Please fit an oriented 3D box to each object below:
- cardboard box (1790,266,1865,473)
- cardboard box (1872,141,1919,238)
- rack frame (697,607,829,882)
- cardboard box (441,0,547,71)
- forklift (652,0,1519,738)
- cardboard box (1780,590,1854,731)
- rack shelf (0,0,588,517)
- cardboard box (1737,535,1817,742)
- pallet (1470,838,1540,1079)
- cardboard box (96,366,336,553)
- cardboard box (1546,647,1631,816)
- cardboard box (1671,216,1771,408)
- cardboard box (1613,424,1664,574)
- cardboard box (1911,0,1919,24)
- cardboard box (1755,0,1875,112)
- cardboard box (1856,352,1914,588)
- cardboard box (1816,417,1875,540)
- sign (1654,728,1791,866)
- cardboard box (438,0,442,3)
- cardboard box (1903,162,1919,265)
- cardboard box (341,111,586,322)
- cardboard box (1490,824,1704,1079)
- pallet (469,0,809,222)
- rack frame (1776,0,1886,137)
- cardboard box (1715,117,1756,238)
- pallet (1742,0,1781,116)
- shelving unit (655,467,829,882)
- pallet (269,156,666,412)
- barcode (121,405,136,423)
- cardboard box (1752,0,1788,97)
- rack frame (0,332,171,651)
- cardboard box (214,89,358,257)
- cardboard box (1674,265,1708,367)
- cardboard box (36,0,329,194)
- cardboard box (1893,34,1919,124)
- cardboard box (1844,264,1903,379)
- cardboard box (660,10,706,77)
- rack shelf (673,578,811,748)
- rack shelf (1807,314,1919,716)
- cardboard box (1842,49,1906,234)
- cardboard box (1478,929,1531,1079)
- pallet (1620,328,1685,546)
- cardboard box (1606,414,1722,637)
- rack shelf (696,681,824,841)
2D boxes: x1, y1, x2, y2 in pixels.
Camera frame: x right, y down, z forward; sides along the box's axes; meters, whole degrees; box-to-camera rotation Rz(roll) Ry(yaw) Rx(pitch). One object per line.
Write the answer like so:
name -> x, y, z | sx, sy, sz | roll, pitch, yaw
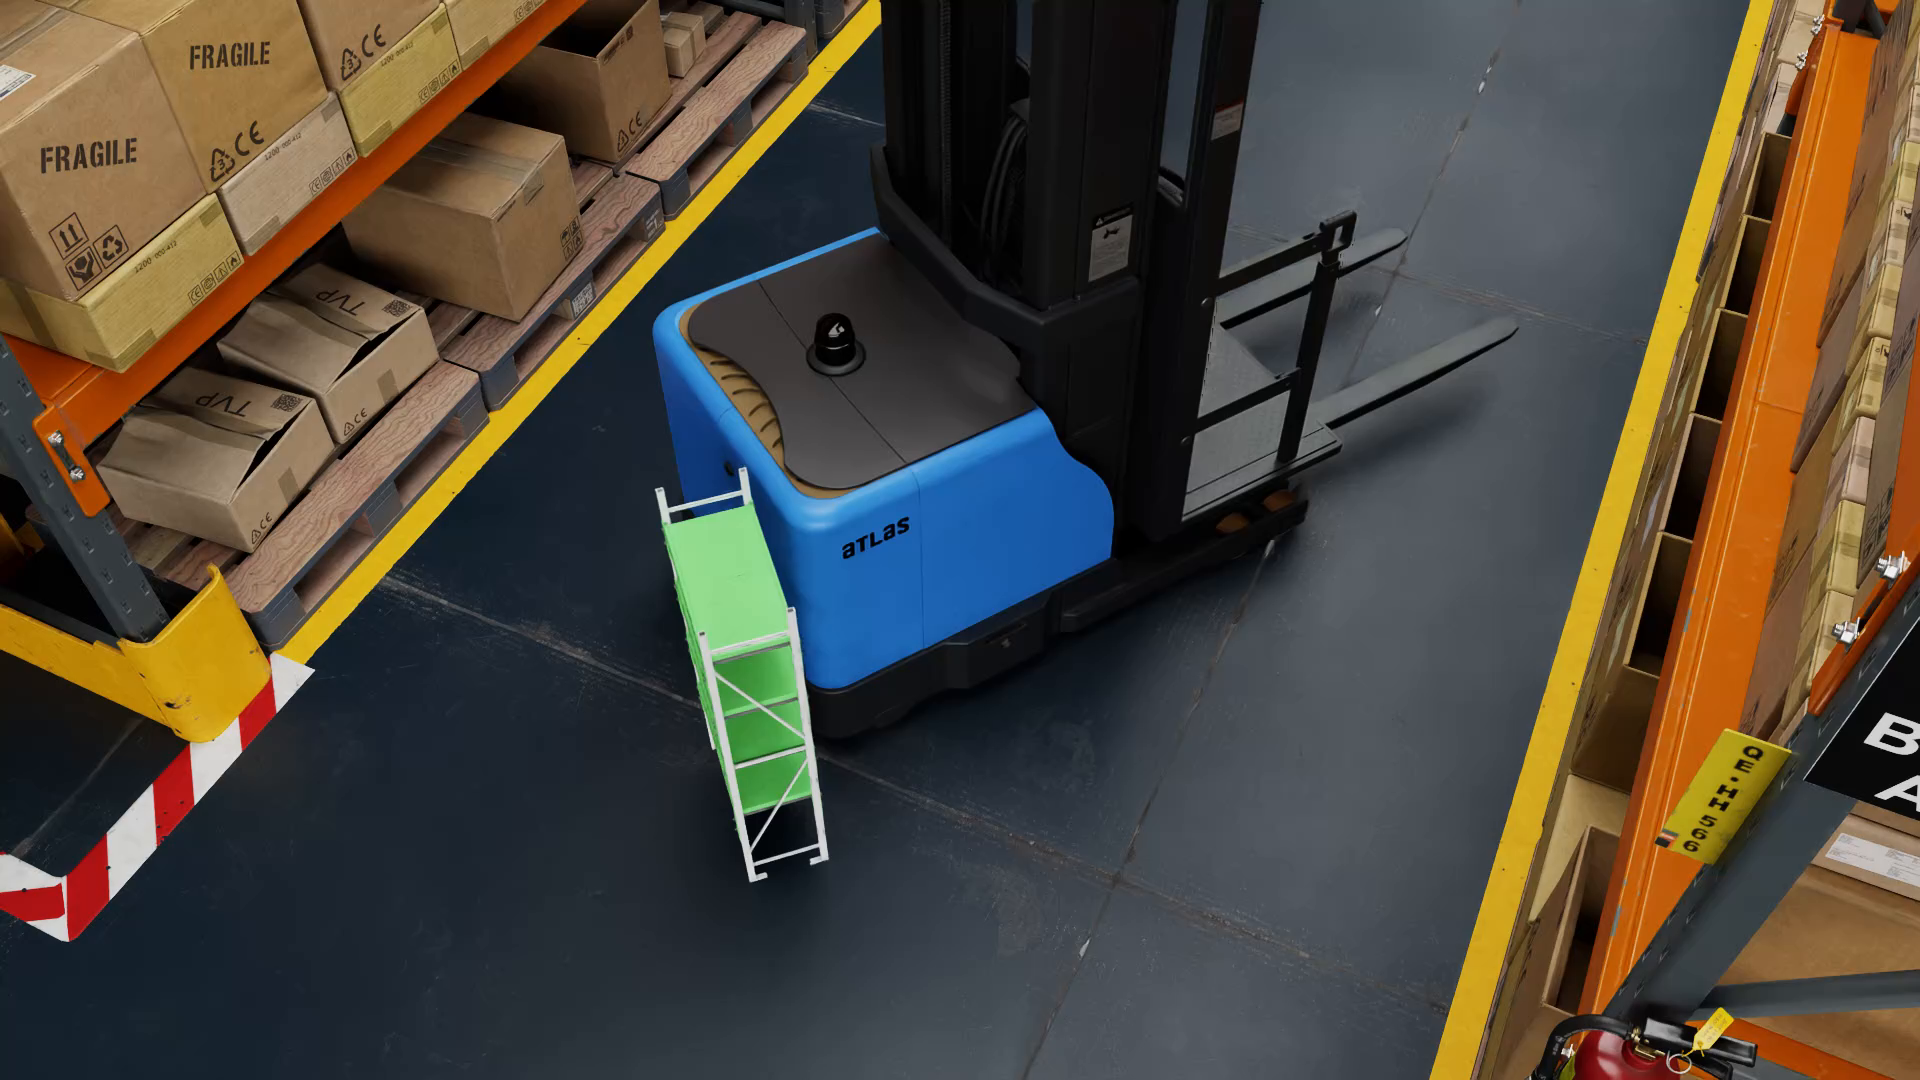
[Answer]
cardboard box -> 2.512, -0.382, 4.040 | 0.700, 0.500, 0.500 | 21, 53, 17
cardboard box -> 2.402, -0.773, 3.947 | 0.380, 0.149, 0.250 | 19, 52, 16
rack frame -> -0.510, 0.585, 4.463 | 0.240, 1.200, 0.015 | -15, 51, -12
cardboard box -> -1.693, -1.824, 5.418 | 0.500, 0.250, 0.500 | 20, 53, 16
forklift -> 0.598, -1.204, 4.850 | 3.031, 2.935, 1.130 | -25, 54, -20
cardboard box -> 1.743, 0.286, 3.046 | 0.380, 0.149, 0.250 | 21, 53, 17
rack shelf -> -1.984, -1.719, 5.716 | 1.077, 0.370, 4.000 | 20, 52, 16
cardboard box -> 2.073, 0.321, 3.441 | 0.700, 0.500, 0.500 | 21, 53, 17
pallet -> 1.931, 1.398, 4.422 | 1.003, 0.211, 1.213 | 20, 52, 16
cardboard box -> -2.462, -0.293, 5.507 | 0.500, 0.311, 0.500 | 14, 51, 12
cardboard box -> 2.018, 0.631, 4.773 | 0.500, 0.250, 0.500 | 20, 52, 16
cardboard box -> 2.663, -0.644, 5.366 | 0.500, 0.500, 0.500 | 20, 52, 16
cardboard box -> 2.442, -0.059, 5.361 | 0.500, 0.250, 0.500 | 20, 52, 16
cardboard box -> 2.845, -1.490, 4.556 | 0.380, 0.149, 0.250 | 19, 52, 15
cardboard box -> 3.481, -1.879, 6.541 | 0.500, 0.311, 0.500 | 21, 53, 17
cardboard box -> 2.095, -0.136, 2.979 | 0.700, 0.500, 0.500 | 19, 52, 15
cardboard box -> 1.962, -0.063, 3.342 | 0.380, 0.149, 0.250 | 20, 53, 17
sign -> 1.157, 0.396, 2.528 | 0.100, 0.325, 0.005 | 20, 52, 16
cardboard box -> -1.707, -2.057, 5.124 | 0.500, 0.500, 0.500 | 21, 53, 17
cardboard box -> 2.524, -0.829, 3.568 | 0.700, 0.500, 0.500 | 20, 52, 16
cardboard box -> -1.860, -1.236, 6.185 | 0.700, 0.500, 0.500 | 17, 52, 14
cardboard box -> 1.602, 1.080, 3.899 | 0.500, 0.500, 0.500 | 20, 52, 16
pallet -> -1.385, -1.952, 7.272 | 1.003, 0.211, 1.213 | 20, 52, 16
rack frame -> 3.351, -1.720, 5.244 | 1.000, 3.000, 0.127 | 20, 52, 16
cardboard box -> 3.266, -1.345, 6.455 | 0.500, 0.250, 0.500 | 19, 52, 16
pallet -> 4.150, -2.180, 7.466 | 1.003, 0.211, 1.213 | 20, 52, 16
shelving unit -> -0.588, 0.409, 4.613 | 0.258, 1.200, 0.503 | -15, 51, -12
pallet -> -1.905, -1.109, 6.555 | 1.003, 0.211, 1.213 | 20, 52, 16
barcode -> -2.816, -0.439, 5.625 | 0.001, 0.075, 0.075 | 20, 52, 16
cardboard box -> 3.702, -2.045, 7.050 | 0.500, 0.250, 0.500 | 21, 53, 17
rack frame -> -2.839, -0.575, 4.270 | 1.000, 3.000, 0.127 | 20, 52, 16
cardboard box -> -2.134, -1.128, 4.825 | 0.500, 0.250, 0.500 | 18, 52, 15
cardboard box -> 2.878, -0.745, 5.944 | 0.500, 0.250, 0.500 | 20, 52, 16
cardboard box -> -2.143, -1.344, 4.517 | 0.500, 0.500, 0.500 | 20, 52, 16
cardboard box -> 2.625, -1.137, 4.256 | 0.380, 0.149, 0.250 | 18, 52, 15
cardboard box -> 2.185, -0.426, 3.651 | 0.380, 0.149, 0.250 | 21, 53, 17
cardboard box -> -1.331, -2.176, 7.203 | 0.380, 0.166, 0.250 | 14, 51, 11
rack shelf -> -0.589, 0.295, 4.479 | 0.258, 0.148, 0.480 | -15, 51, -12
rack shelf -> 2.496, -1.082, 3.204 | 1.077, 0.370, 4.000 | 20, 52, 16
cardboard box -> 2.947, -1.080, 4.633 | 0.700, 0.500, 0.500 | 19, 52, 16
cardboard box -> 1.604, 1.324, 4.184 | 0.500, 0.250, 0.500 | 20, 52, 16
pallet -> 2.973, -0.283, 5.852 | 1.003, 0.211, 1.213 | 20, 52, 16
cardboard box -> 2.231, 0.043, 4.781 | 0.500, 0.500, 0.500 | 20, 52, 16
rack shelf -> -0.586, 0.605, 4.845 | 0.258, 0.148, 0.480 | -15, 51, -12
